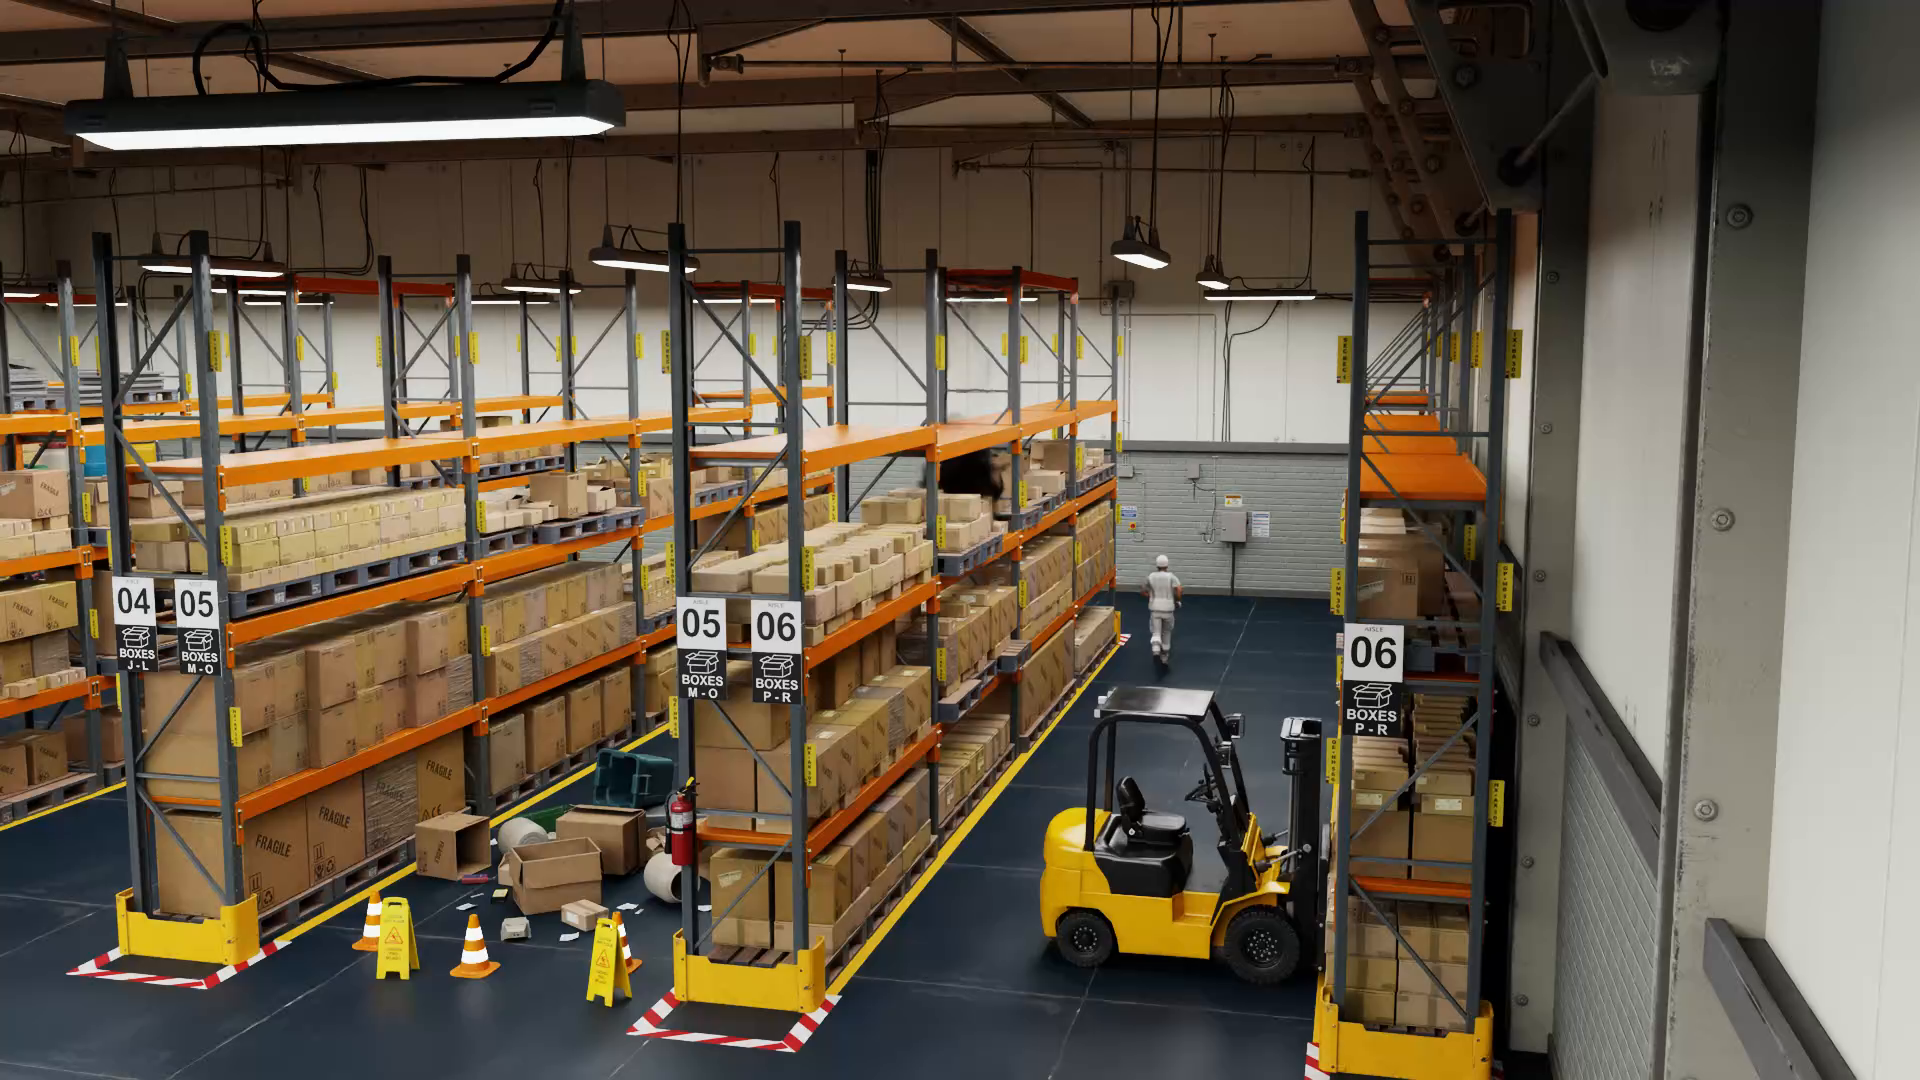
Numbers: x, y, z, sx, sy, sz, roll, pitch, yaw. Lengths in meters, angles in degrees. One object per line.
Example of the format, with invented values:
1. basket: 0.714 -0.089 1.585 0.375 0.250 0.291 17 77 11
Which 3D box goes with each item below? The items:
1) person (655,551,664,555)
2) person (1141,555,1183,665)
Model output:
1. person: -4.794 1.024 26.757 0.659 1.722 0.970 2 7 15
2. person: 3.144 1.122 25.904 0.656 1.792 0.981 1 7 11
